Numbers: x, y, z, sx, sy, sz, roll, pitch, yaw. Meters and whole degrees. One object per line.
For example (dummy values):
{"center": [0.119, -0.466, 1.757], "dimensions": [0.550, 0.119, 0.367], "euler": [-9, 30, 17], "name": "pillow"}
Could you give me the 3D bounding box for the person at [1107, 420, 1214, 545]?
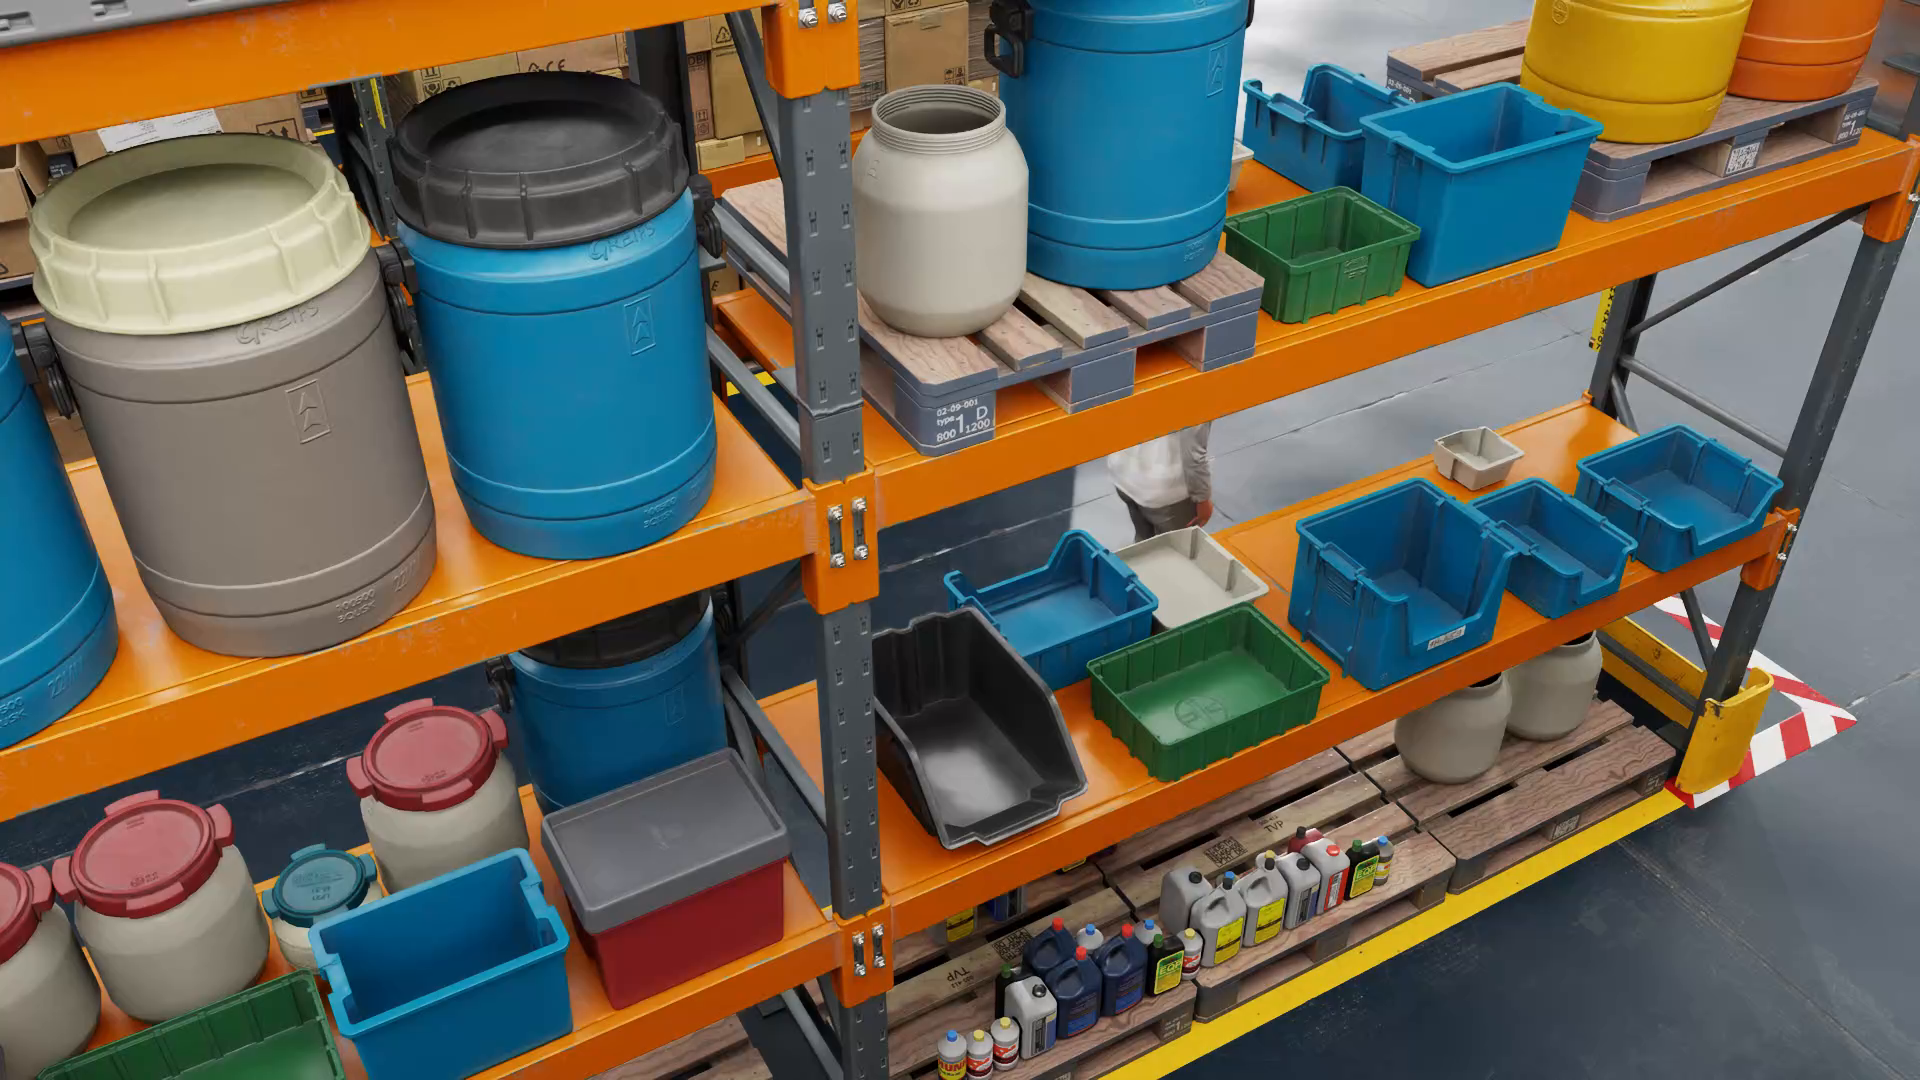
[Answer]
{"center": [0.893, -0.285, 7.292], "dimensions": [0.476, 1.770, 0.584], "euler": [-21, 42, -26], "name": "person"}
